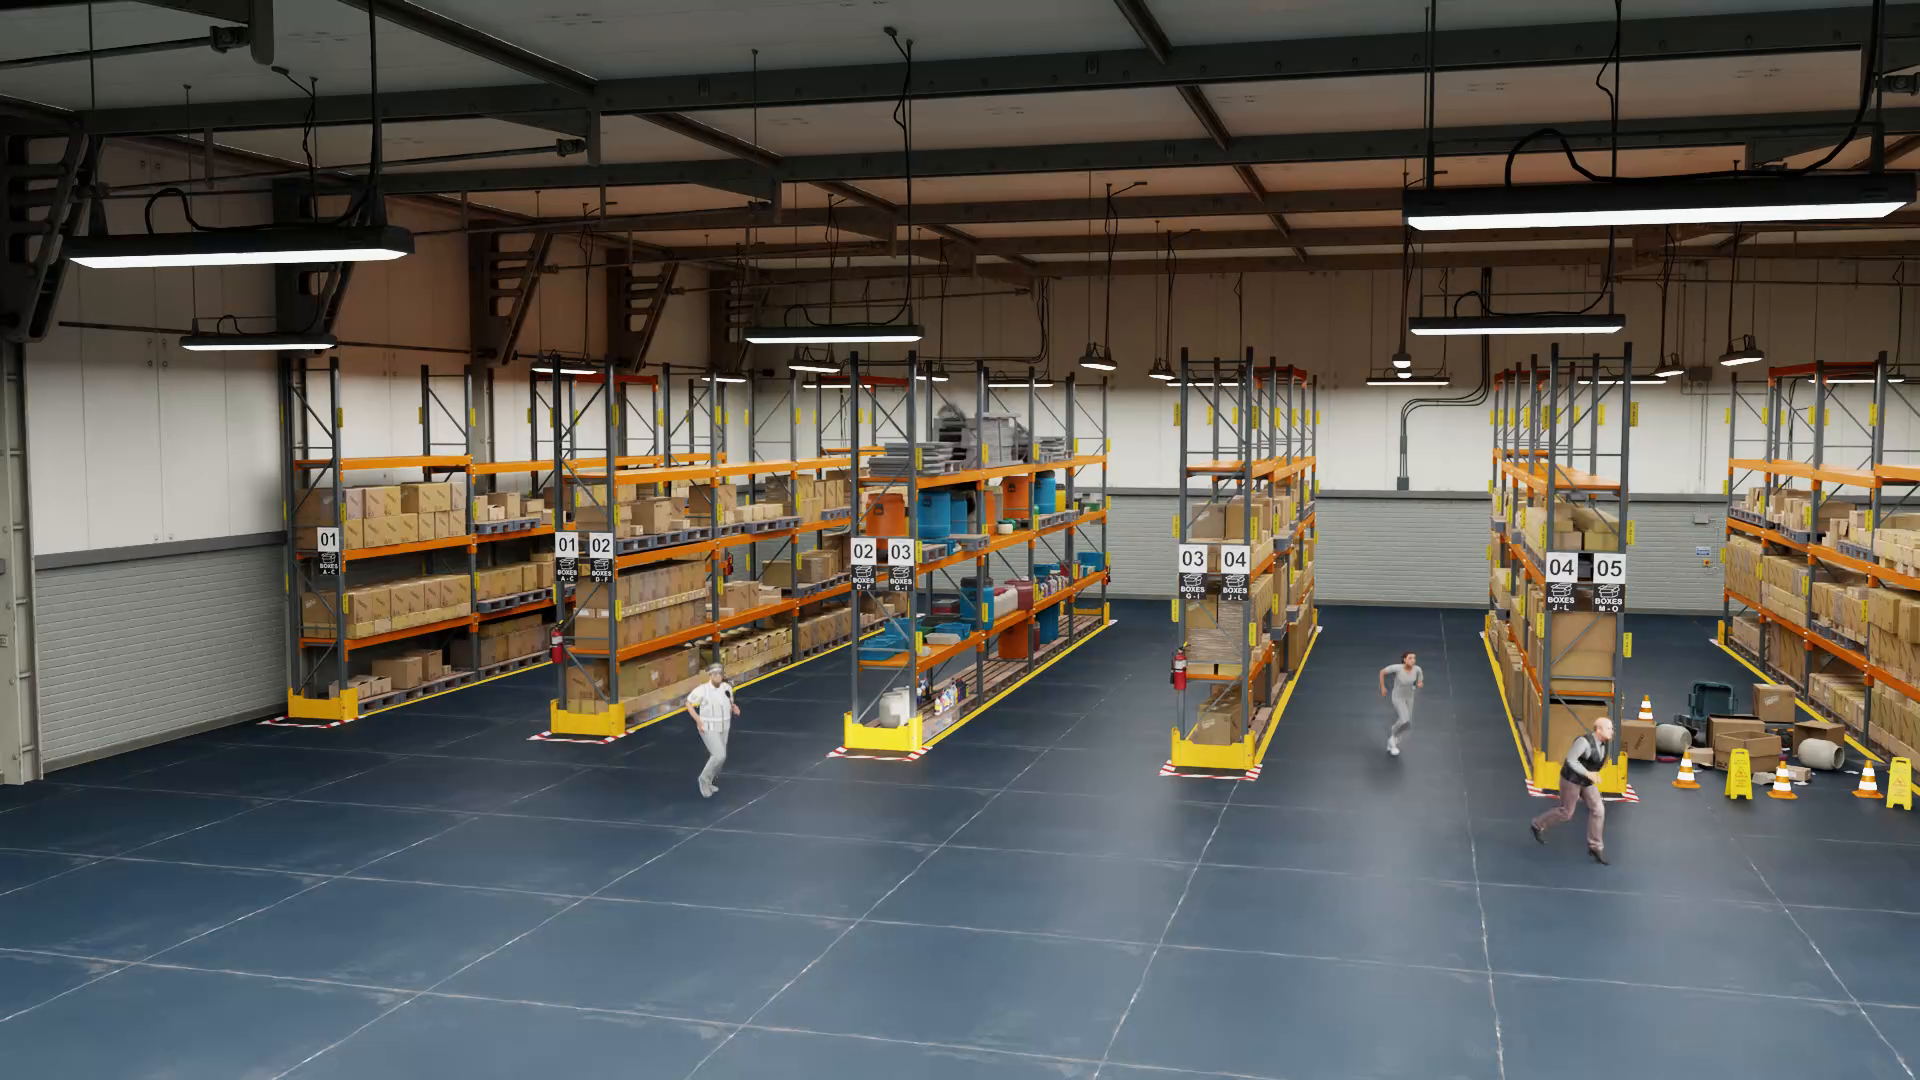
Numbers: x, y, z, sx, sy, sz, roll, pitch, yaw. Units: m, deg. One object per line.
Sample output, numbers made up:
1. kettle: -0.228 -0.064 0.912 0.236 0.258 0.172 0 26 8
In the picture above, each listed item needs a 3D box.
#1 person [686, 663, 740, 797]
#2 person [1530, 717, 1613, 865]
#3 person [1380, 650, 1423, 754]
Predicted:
1. person: -3.213 2.516 22.041 0.692 1.798 0.632 4 6 43
2. person: 7.004 2.806 19.018 0.697 1.678 1.009 -4 5 -40
3. person: 6.549 2.398 24.568 0.553 1.593 0.747 -1 4 -15
